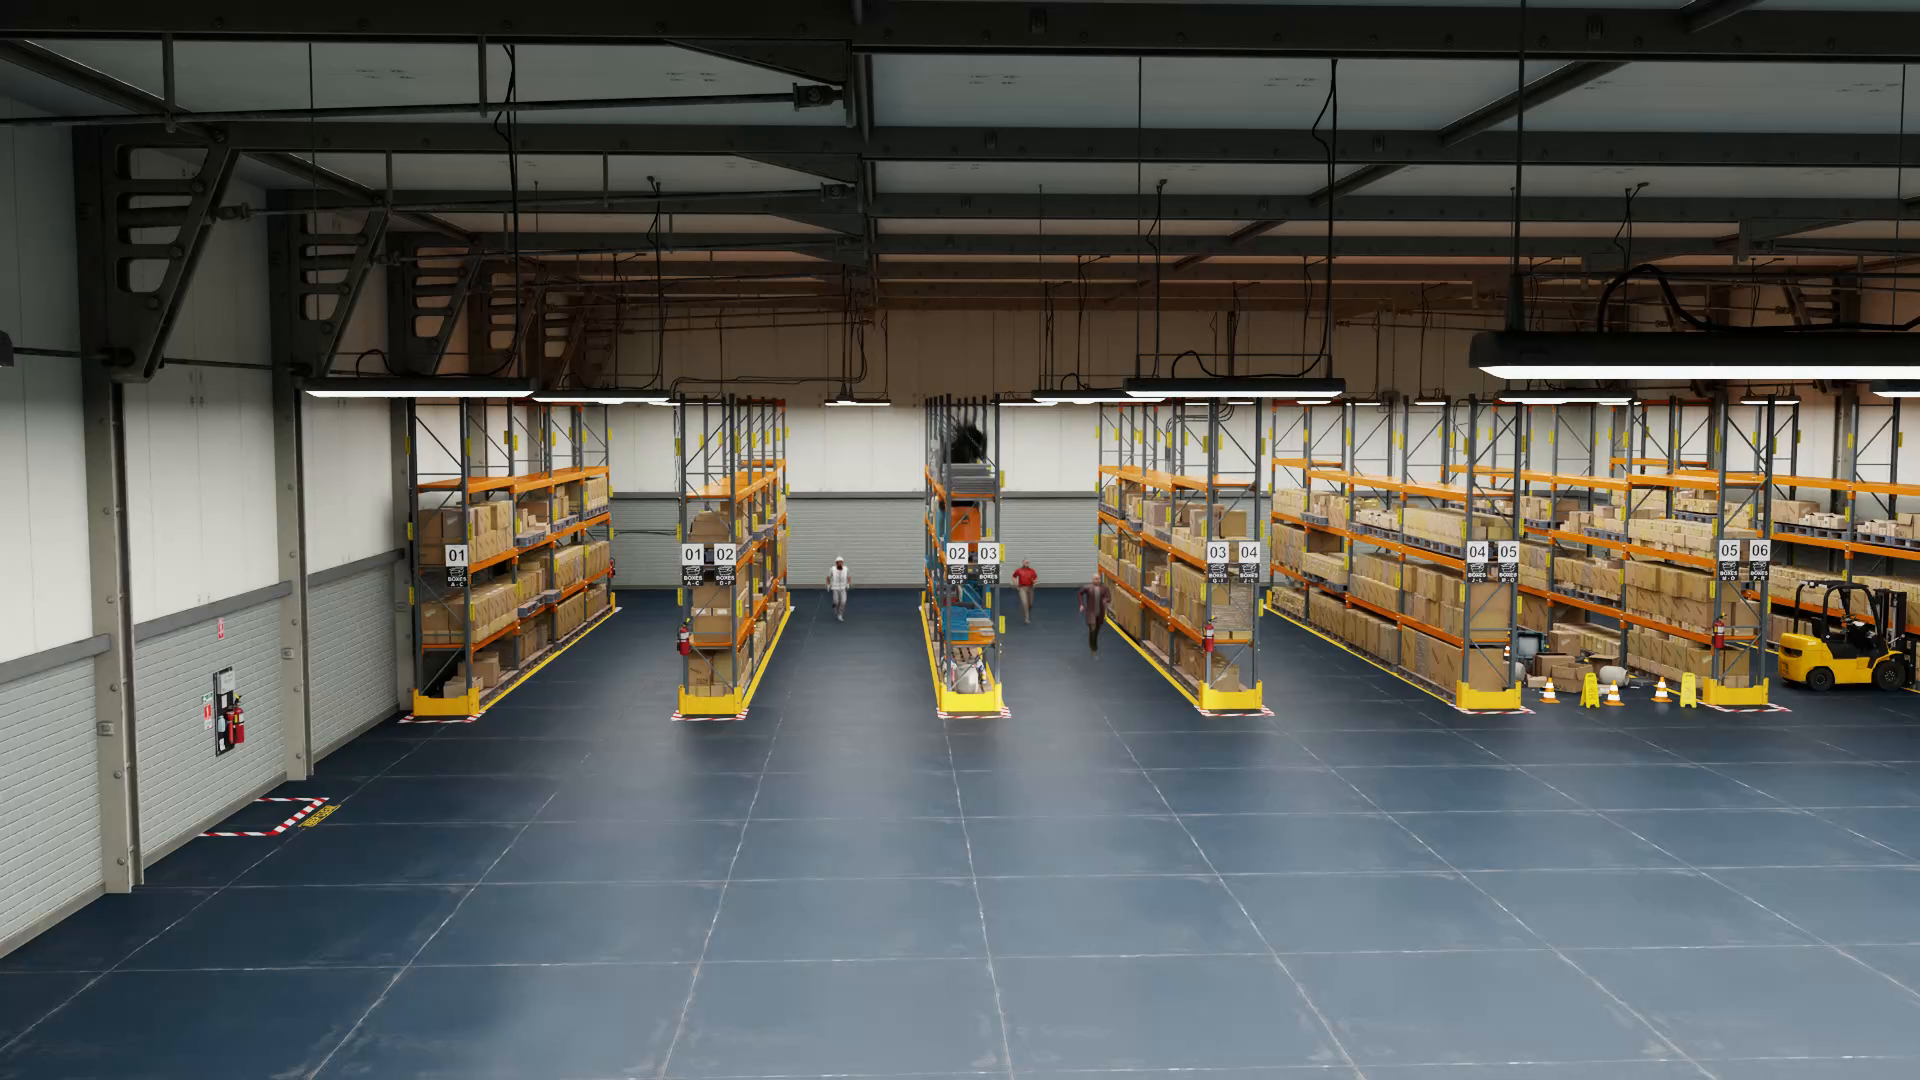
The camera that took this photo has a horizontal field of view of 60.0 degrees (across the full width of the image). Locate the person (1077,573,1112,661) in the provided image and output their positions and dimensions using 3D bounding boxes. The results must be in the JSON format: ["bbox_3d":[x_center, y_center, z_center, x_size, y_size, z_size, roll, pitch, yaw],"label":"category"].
[{"bbox_3d":[2.983,1.676,36.561,0.666,1.894,0.897,-1,5,-16],"label":"person"}]

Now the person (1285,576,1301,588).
[{"bbox_3d":[9.813,1.034,49.071,0.898,1.590,0.626,3,6,36],"label":"person"}]

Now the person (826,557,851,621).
[{"bbox_3d":[-3.264,1.315,44.978,0.673,1.732,0.641,-1,5,-13],"label":"person"}]

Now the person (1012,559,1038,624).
[{"bbox_3d":[1.757,1.355,44.430,0.675,1.695,0.900,-1,5,-16],"label":"person"}]
